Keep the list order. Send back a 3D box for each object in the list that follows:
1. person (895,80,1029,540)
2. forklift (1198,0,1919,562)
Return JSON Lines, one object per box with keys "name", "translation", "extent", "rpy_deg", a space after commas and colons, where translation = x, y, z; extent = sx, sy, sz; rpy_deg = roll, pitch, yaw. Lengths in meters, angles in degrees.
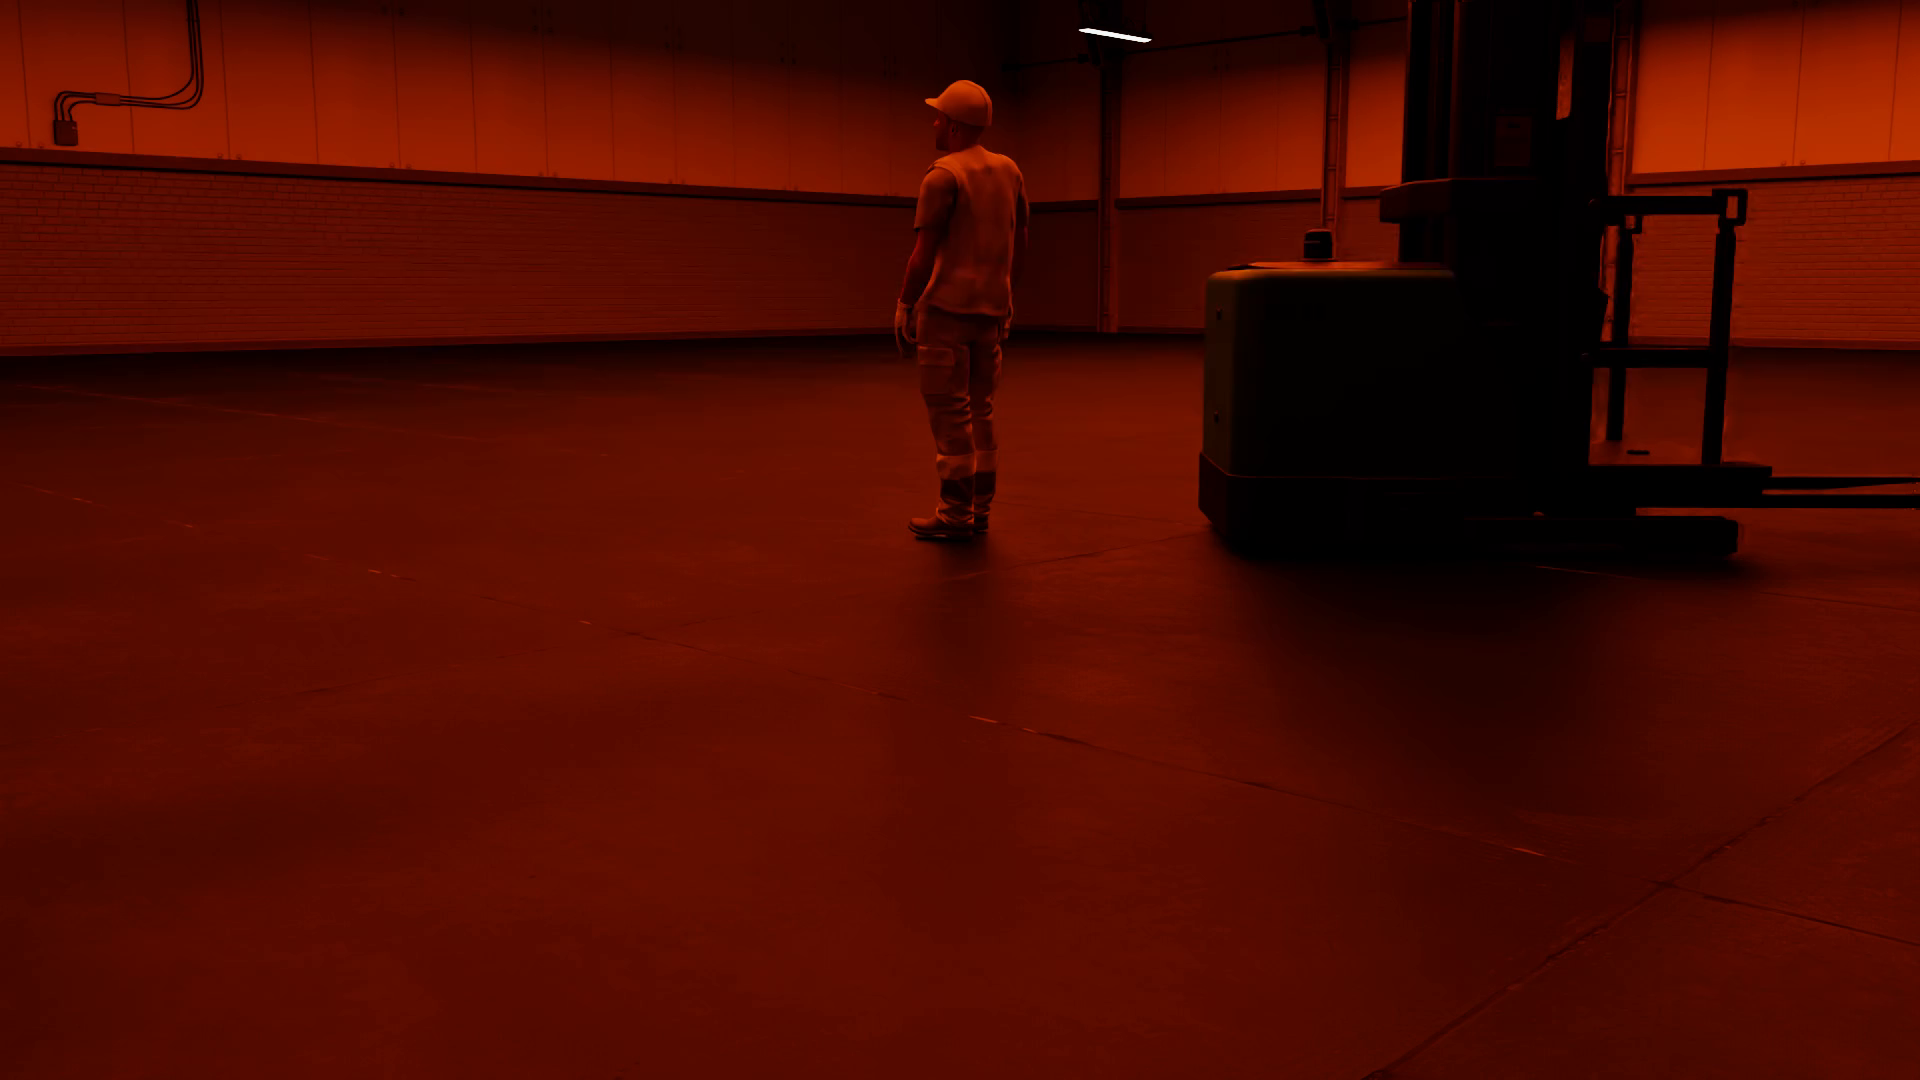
{"name": "person", "translation": [-0.051, -0.901, 6.646], "extent": [0.562, 1.789, 0.638], "rpy_deg": [8, 12, 43]}
{"name": "forklift", "translation": [2.529, -1.448, 6.491], "extent": [3.031, 2.935, 1.130], "rpy_deg": [0, 9, 1]}
